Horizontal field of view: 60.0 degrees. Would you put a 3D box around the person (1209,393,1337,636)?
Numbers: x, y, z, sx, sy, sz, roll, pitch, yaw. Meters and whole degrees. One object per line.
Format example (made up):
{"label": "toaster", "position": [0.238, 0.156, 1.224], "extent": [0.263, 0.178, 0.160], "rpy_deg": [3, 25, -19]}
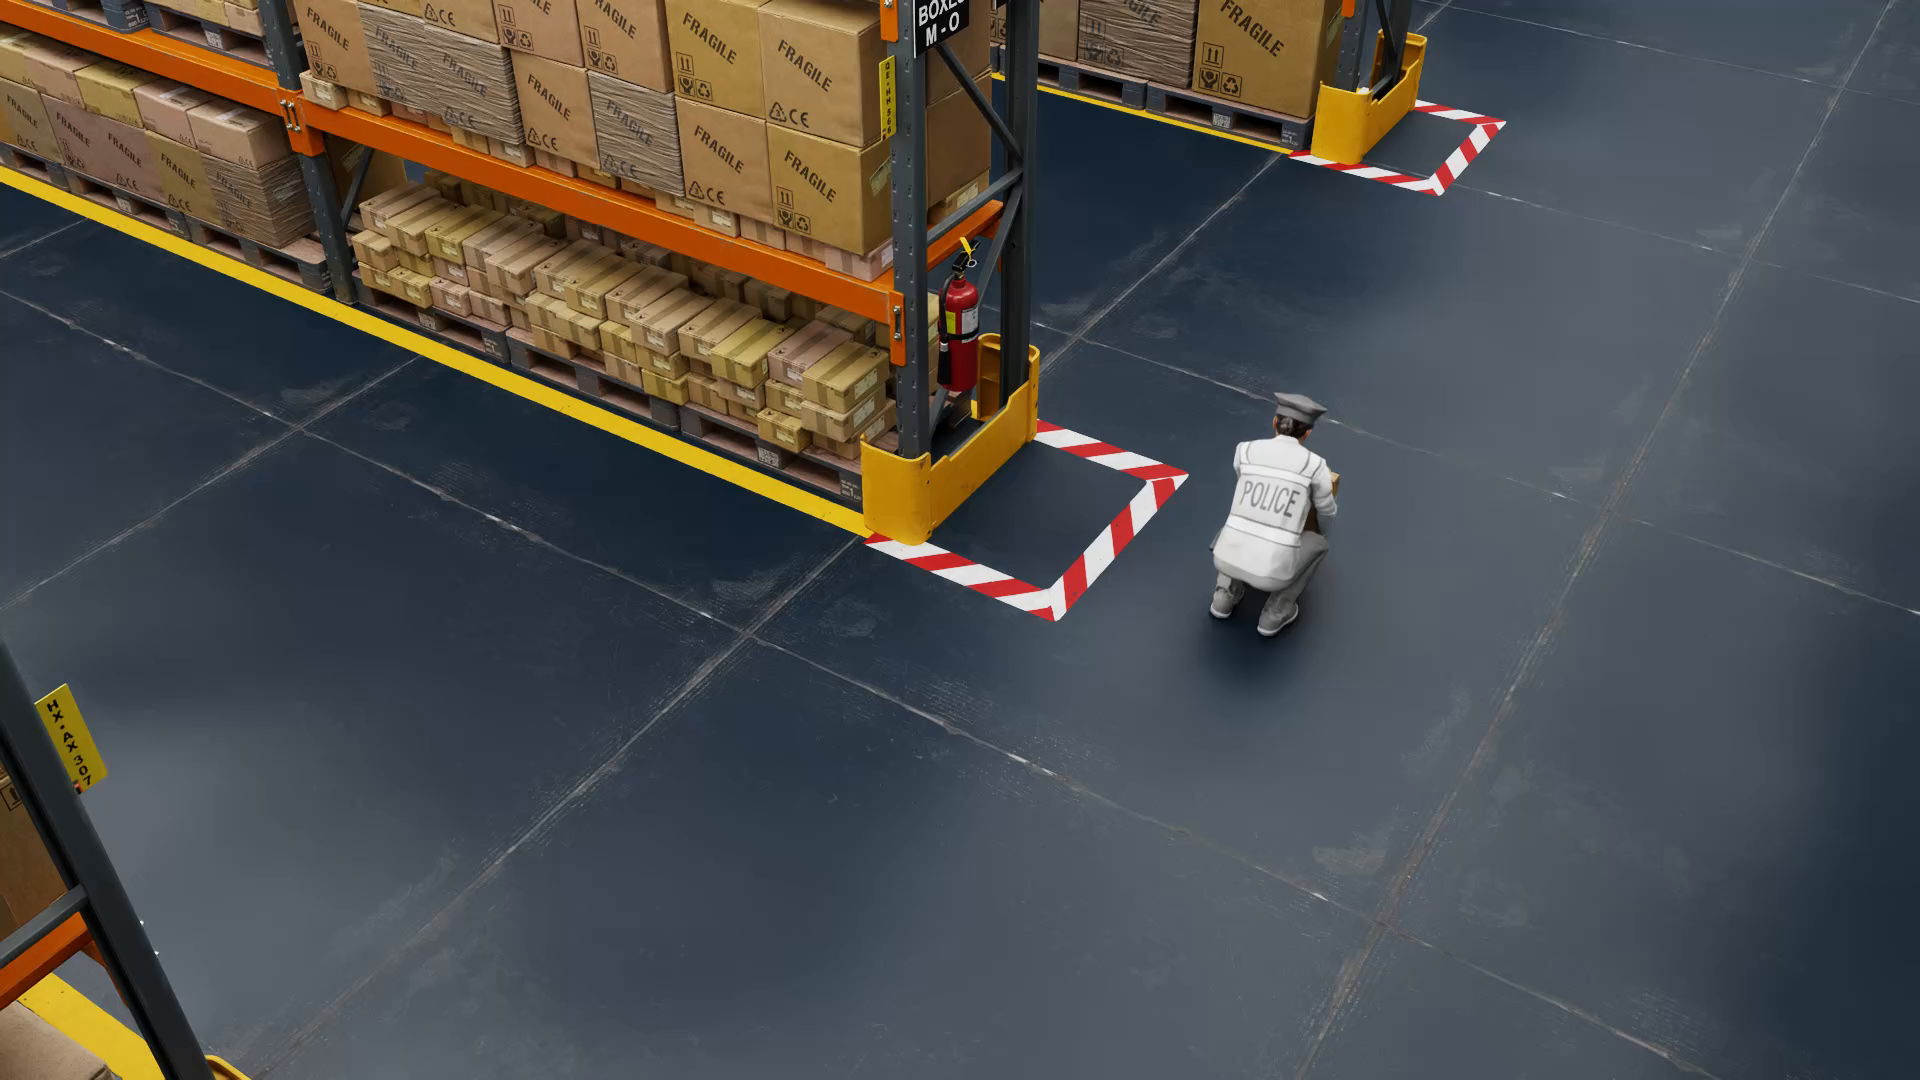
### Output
{"label": "person", "position": [1.408, -0.127, 7.401], "extent": [0.468, 0.977, 0.832], "rpy_deg": [21, 43, 24]}
